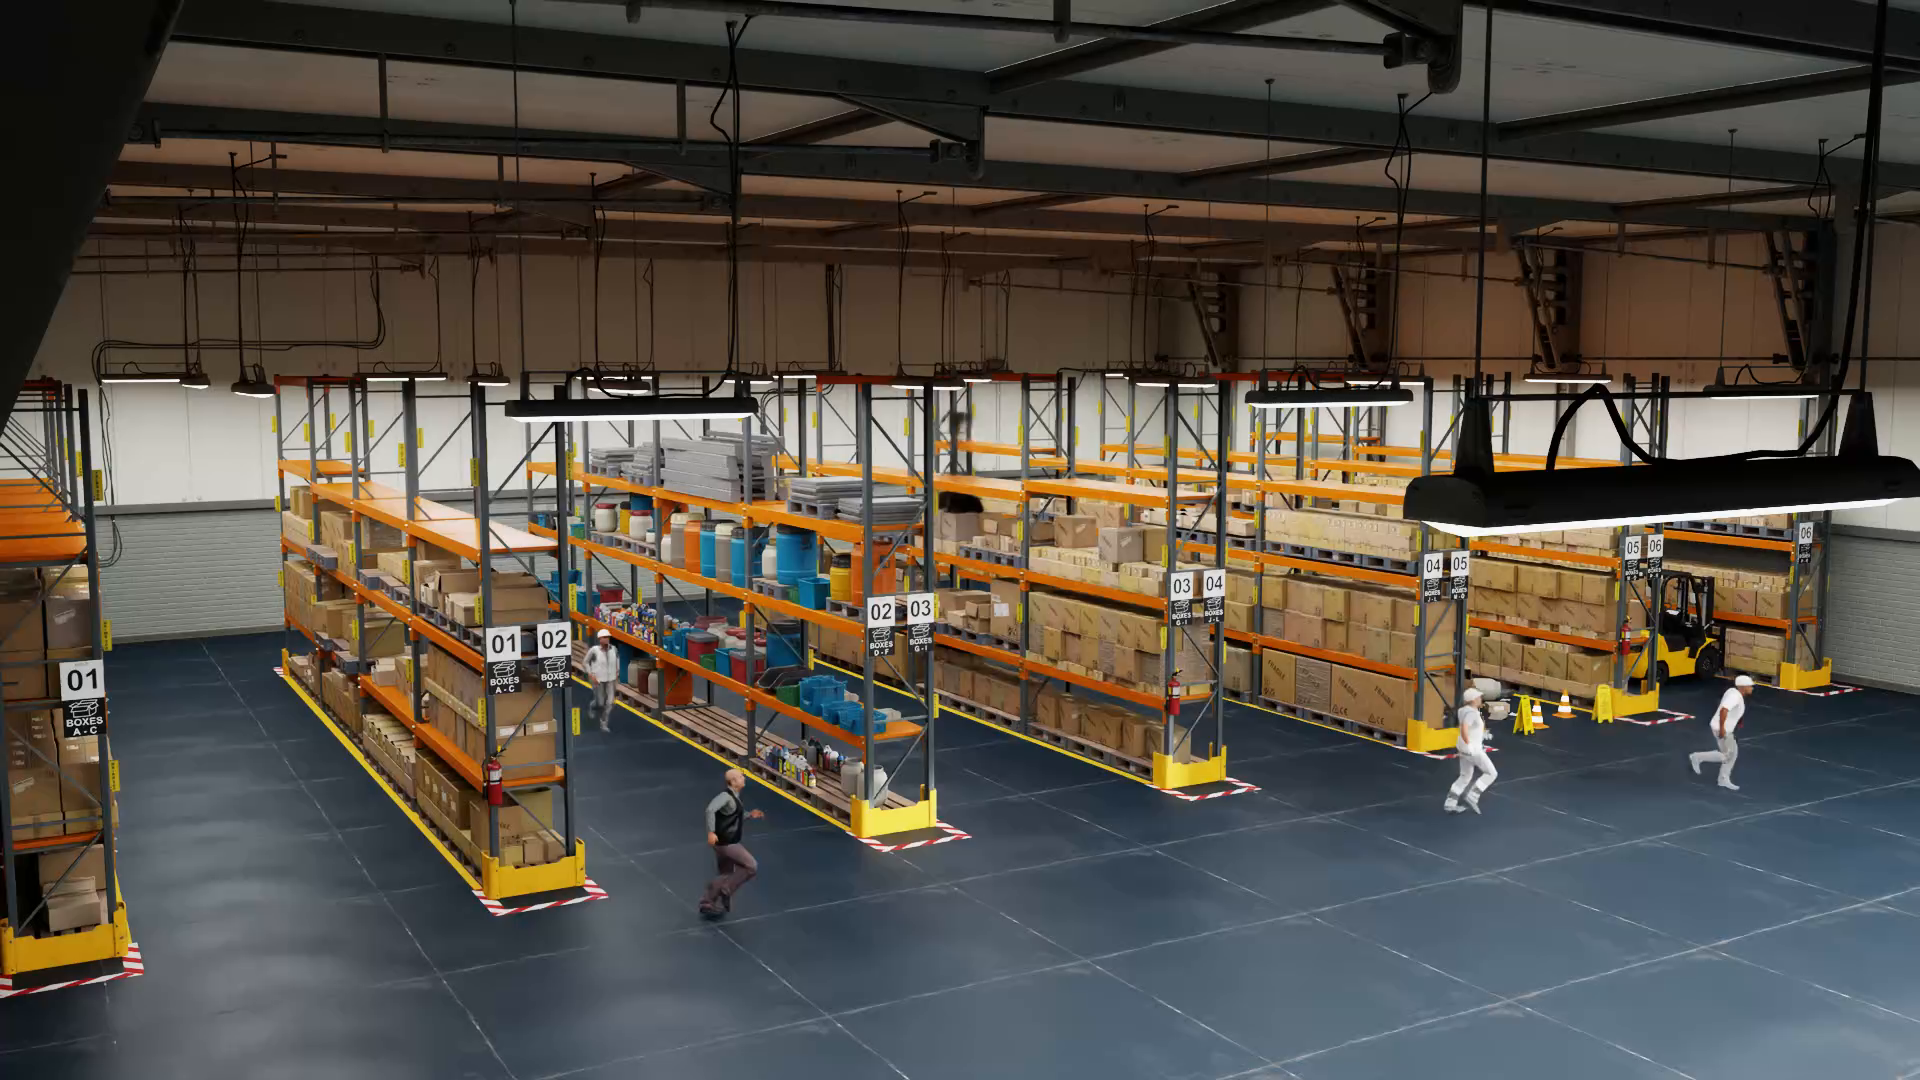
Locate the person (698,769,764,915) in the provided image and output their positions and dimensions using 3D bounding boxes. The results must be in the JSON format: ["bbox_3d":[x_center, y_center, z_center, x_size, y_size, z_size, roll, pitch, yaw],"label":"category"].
[{"bbox_3d":[-2.595,3.423,18.833,0.758,1.671,0.691,0,6,-3],"label":"person"}]

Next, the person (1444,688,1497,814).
[{"bbox_3d":[7.107,2.923,23.094,0.701,1.744,0.653,0,6,-3],"label":"person"}]

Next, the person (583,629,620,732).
[{"bbox_3d":[-6.109,2.374,28.421,0.681,1.746,0.685,-5,8,-37],"label":"person"}]

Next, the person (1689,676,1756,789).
[{"bbox_3d":[11.263,2.826,24.591,0.864,1.696,0.698,2,6,16],"label":"person"}]
